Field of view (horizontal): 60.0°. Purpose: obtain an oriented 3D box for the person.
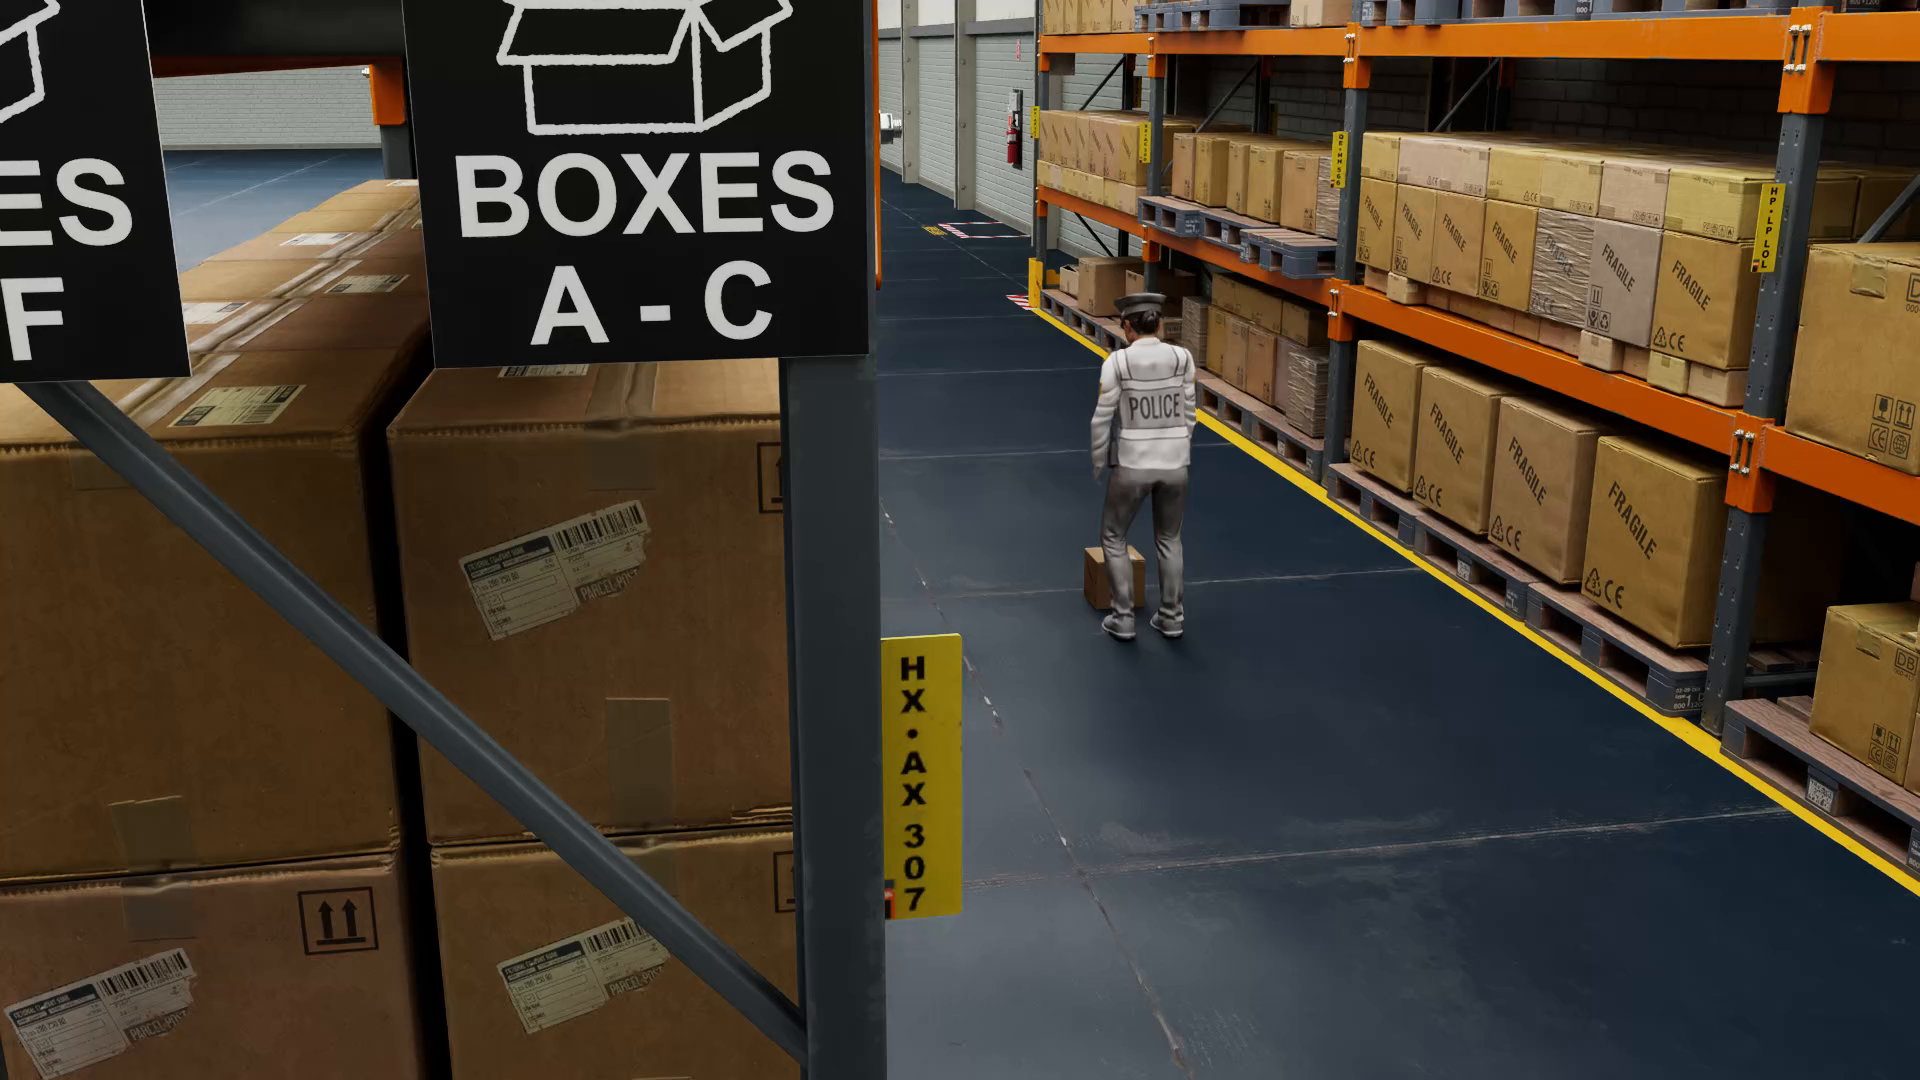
[{"bbox_3d":[0.846,-0.335,7.757,0.500,1.626,0.446,-3,17,-9],"label":"person"}]
